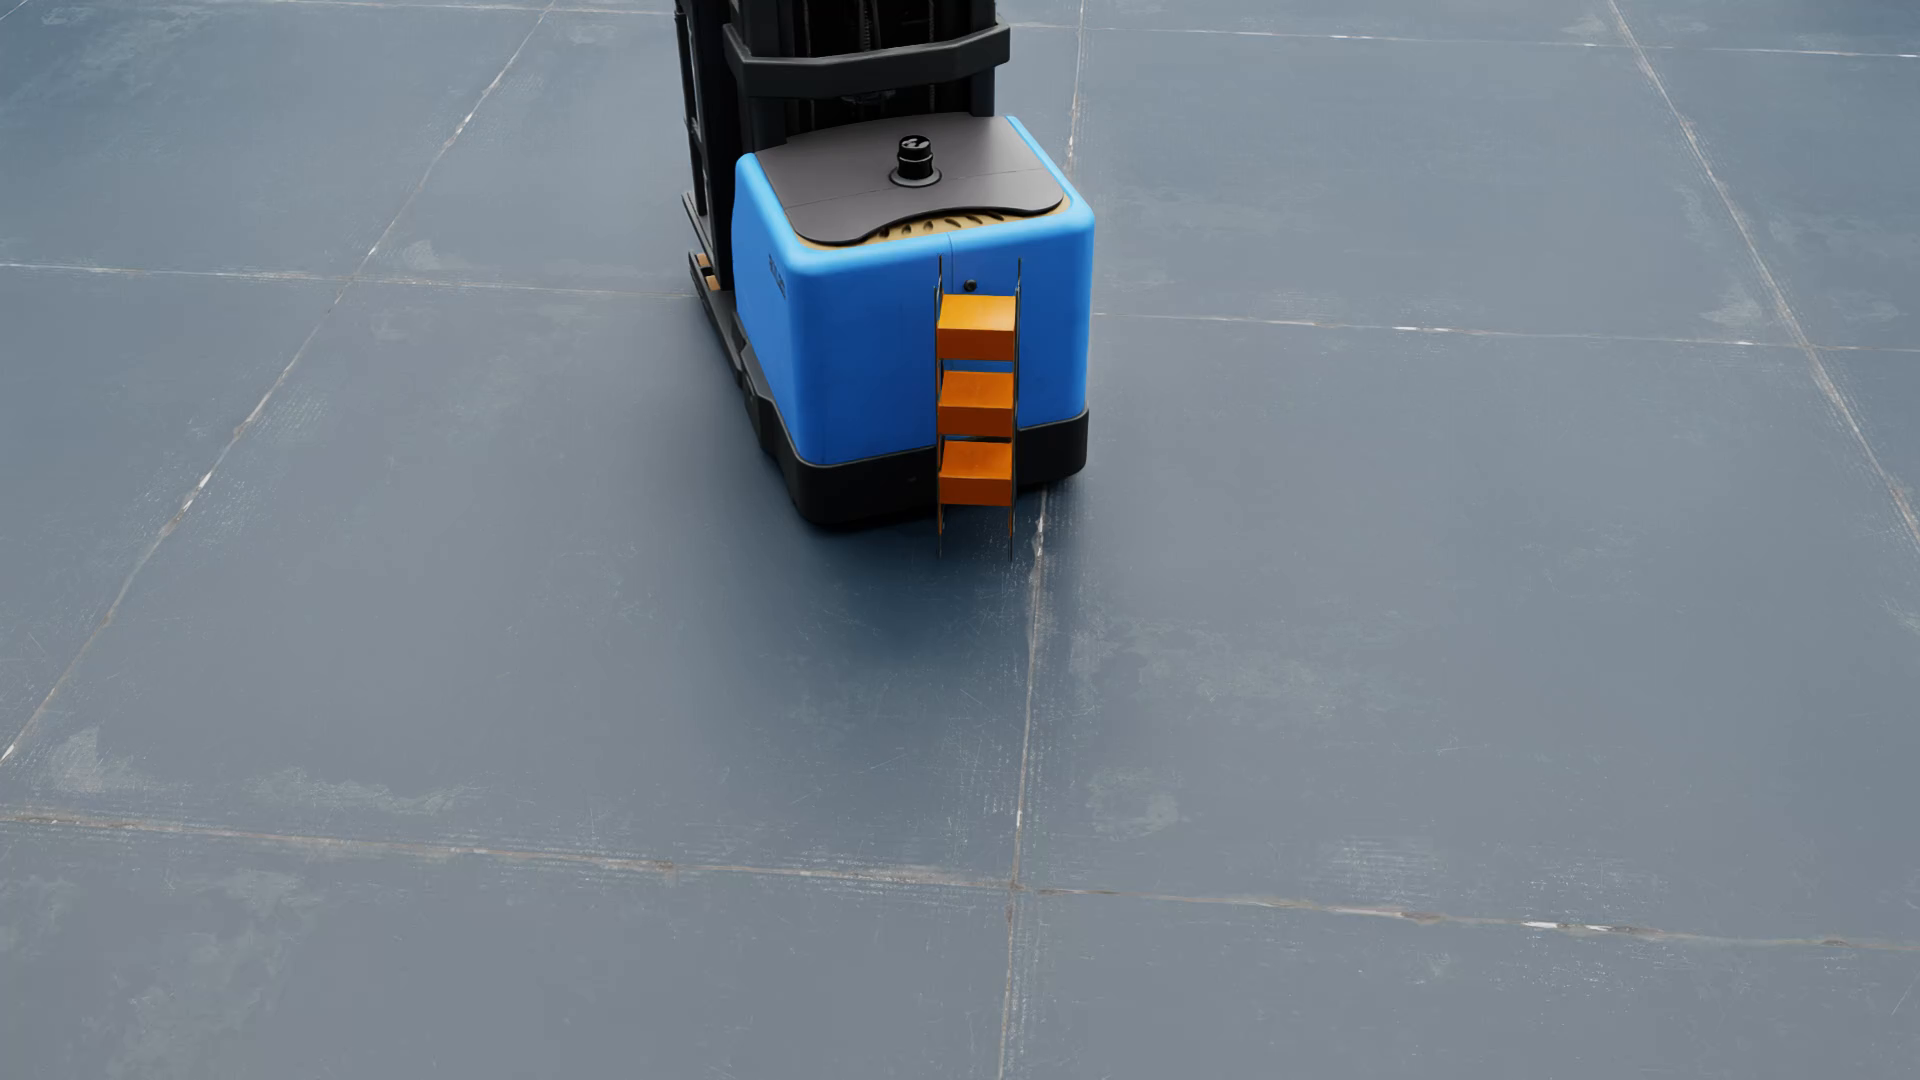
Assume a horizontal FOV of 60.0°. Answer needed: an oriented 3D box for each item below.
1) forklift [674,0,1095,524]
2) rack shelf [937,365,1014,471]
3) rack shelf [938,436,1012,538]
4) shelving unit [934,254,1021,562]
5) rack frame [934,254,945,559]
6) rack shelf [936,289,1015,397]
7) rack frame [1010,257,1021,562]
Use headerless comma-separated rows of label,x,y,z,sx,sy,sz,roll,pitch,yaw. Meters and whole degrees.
forklift,-0.495,-2.128,5.991,1.130,2.935,3.031,-12,41,-14
rack shelf,0.057,-0.393,5.365,0.240,0.259,0.215,2,39,3
rack shelf,0.058,-0.177,5.539,0.240,0.259,0.215,2,39,3
shelving unit,0.057,-0.402,5.358,0.252,1.050,0.215,2,39,3
rack frame,-0.065,-0.407,5.365,0.008,1.050,0.200,2,39,3
rack shelf,0.056,-0.614,5.187,0.240,0.259,0.215,2,39,3
rack frame,0.178,-0.396,5.351,0.008,1.050,0.200,2,39,3
